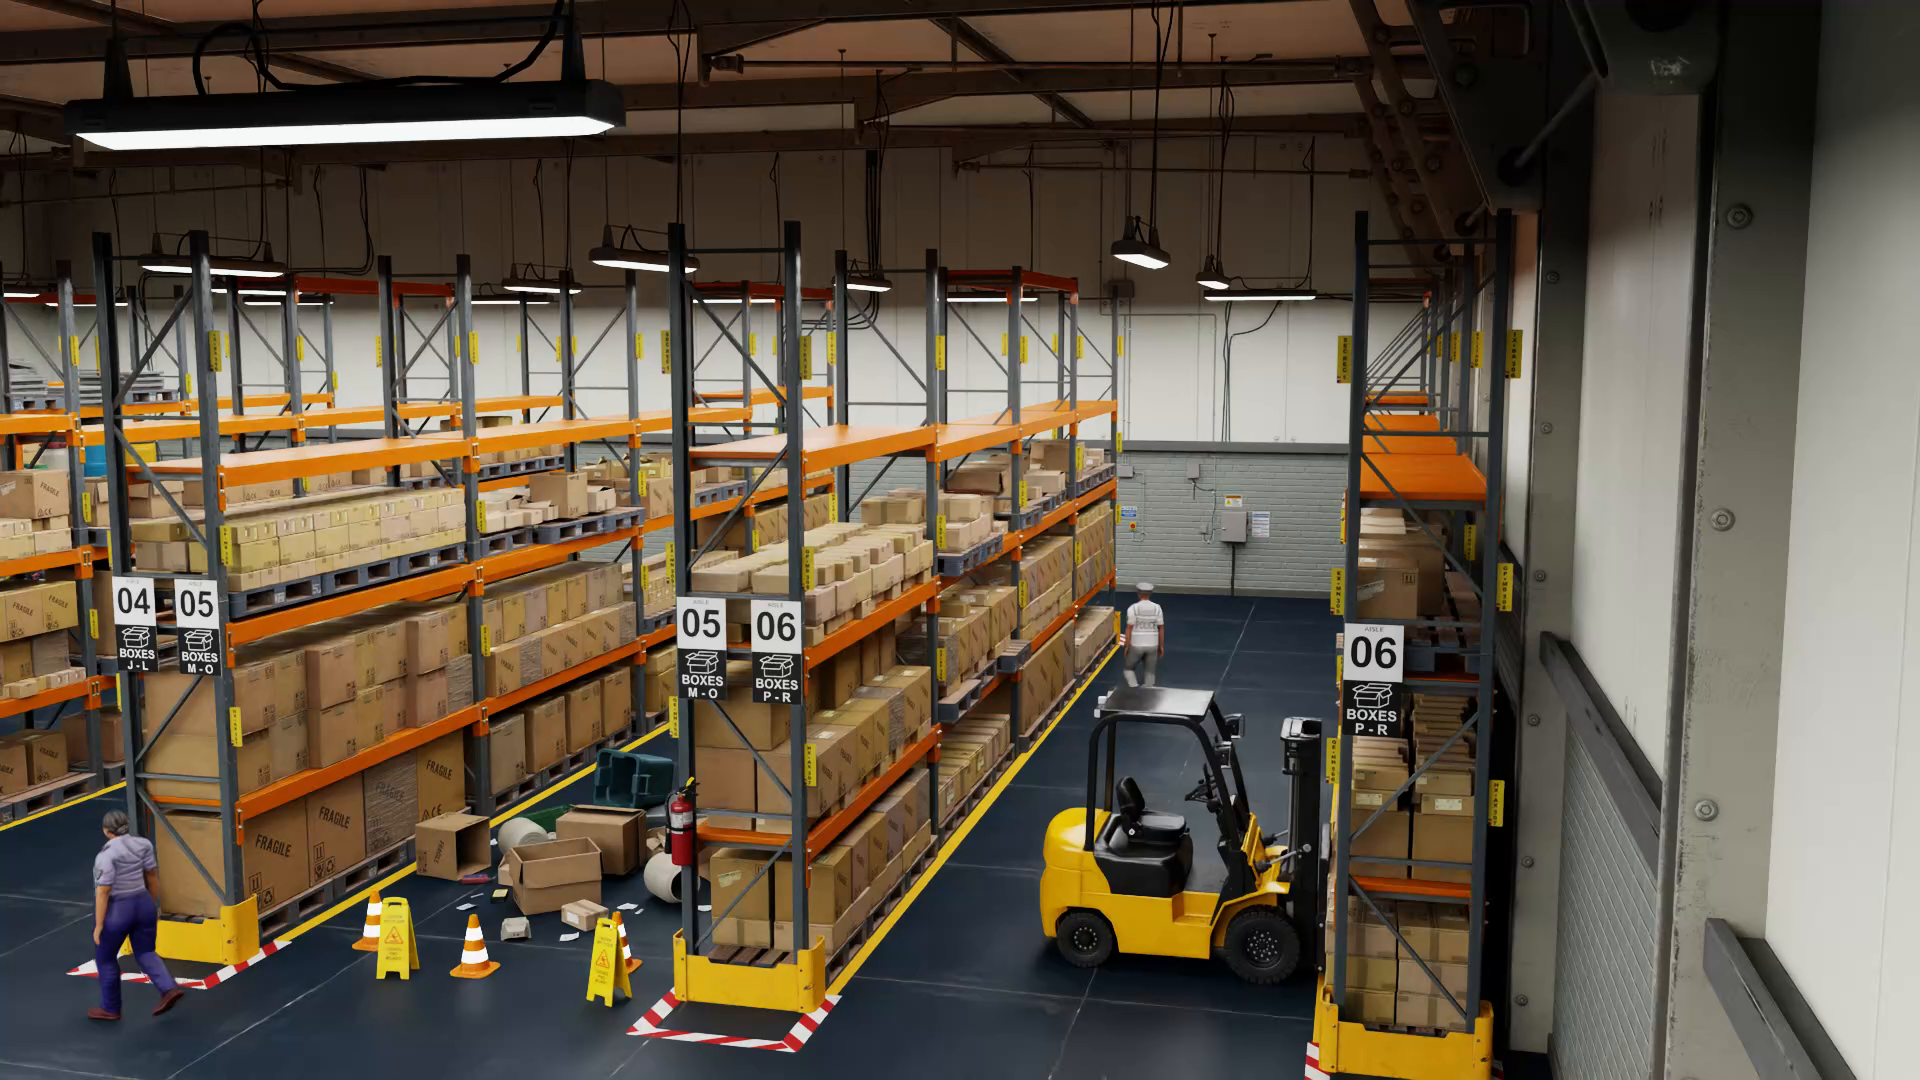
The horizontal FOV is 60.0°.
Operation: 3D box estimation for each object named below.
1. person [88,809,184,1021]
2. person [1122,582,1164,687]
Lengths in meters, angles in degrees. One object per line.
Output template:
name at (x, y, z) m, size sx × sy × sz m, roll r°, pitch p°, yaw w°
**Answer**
person at (-6.277, 2.888, 12.578) m, size 0.762 × 1.516 × 0.544 m, roll 4°, pitch 8°, yaw 29°
person at (2.556, 1.480, 23.087) m, size 0.576 × 1.767 × 0.474 m, roll -1°, pitch 7°, yaw -10°
